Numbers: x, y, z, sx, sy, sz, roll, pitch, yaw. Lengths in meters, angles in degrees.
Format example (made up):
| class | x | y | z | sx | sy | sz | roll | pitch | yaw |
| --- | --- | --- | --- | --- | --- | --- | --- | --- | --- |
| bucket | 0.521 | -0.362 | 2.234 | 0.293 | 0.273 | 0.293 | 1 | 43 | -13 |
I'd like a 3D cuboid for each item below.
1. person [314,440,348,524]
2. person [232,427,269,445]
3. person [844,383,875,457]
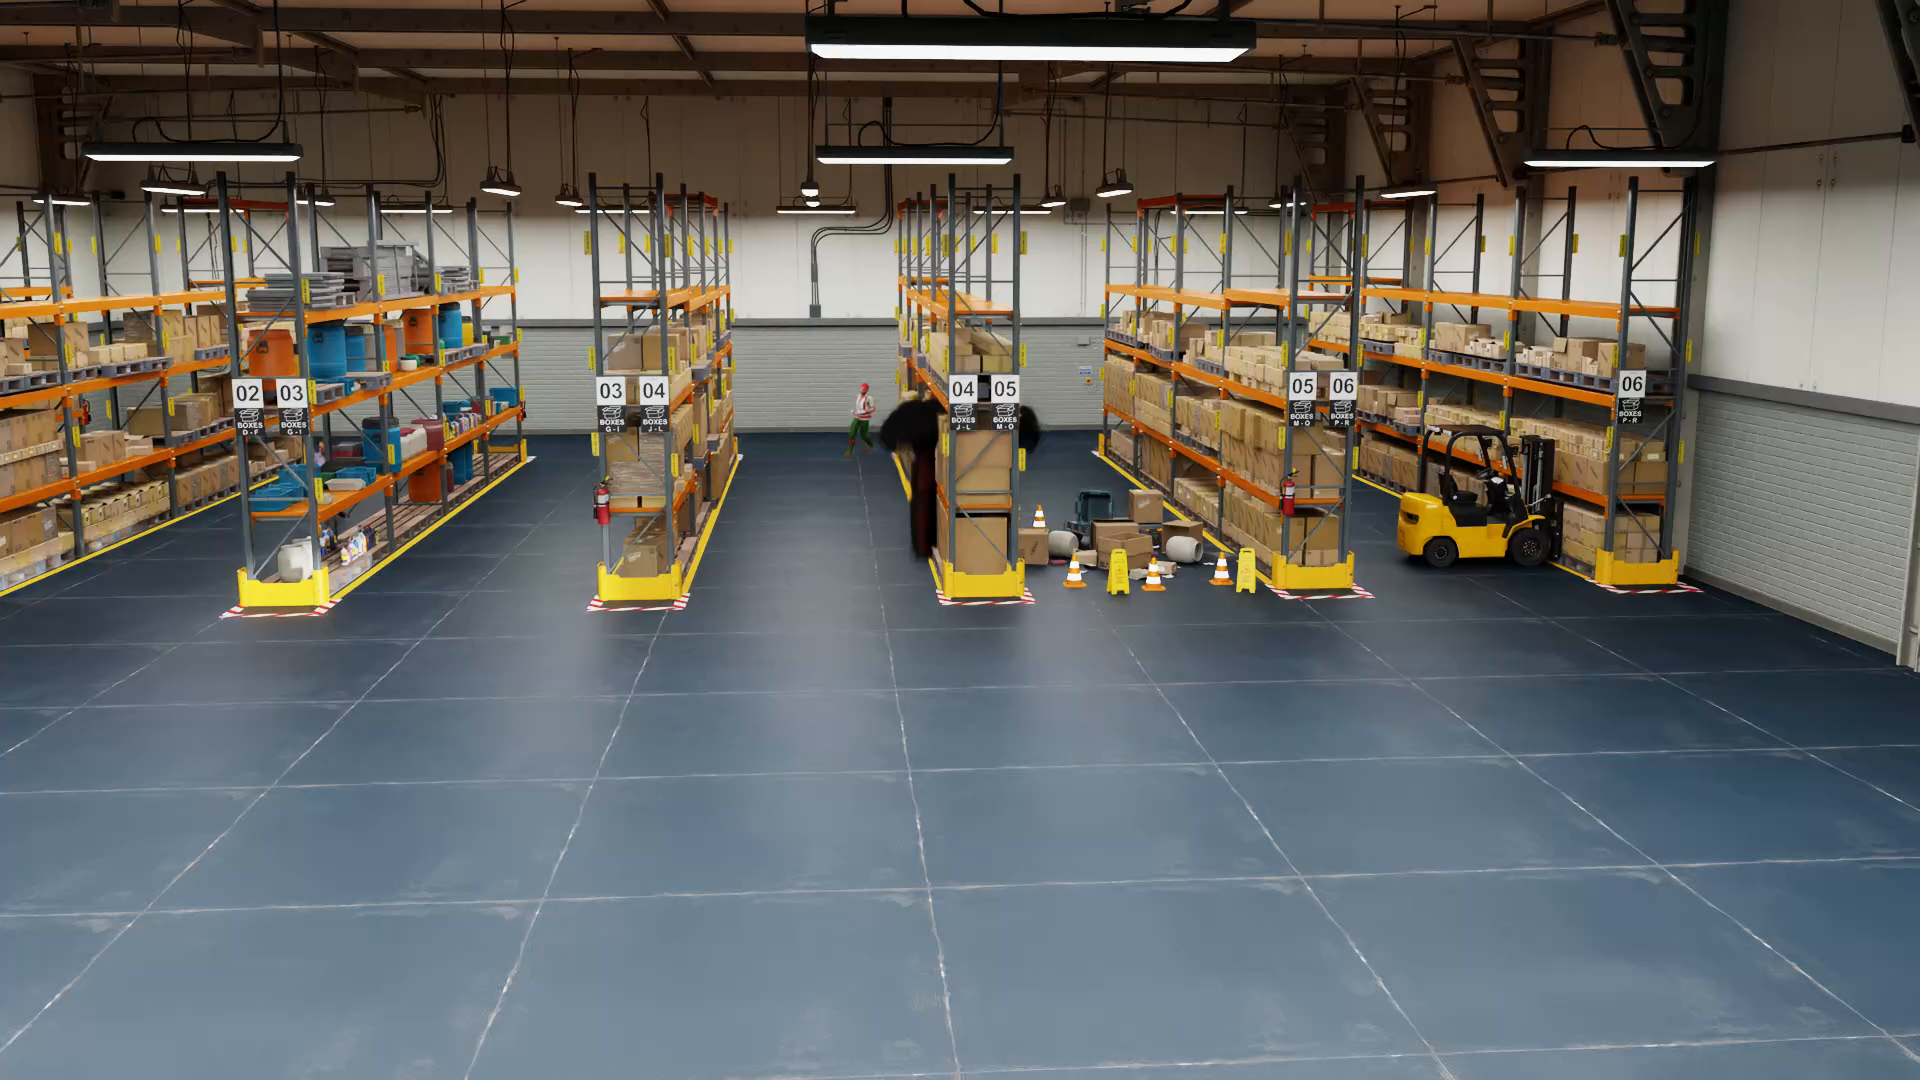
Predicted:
| class | x | y | z | sx | sy | sz | roll | pitch | yaw |
| --- | --- | --- | --- | --- | --- | --- | --- | --- | --- |
| person | -11.486 | -1.069 | 30.243 | 0.594 | 1.569 | 0.709 | -3 | 11 | -19 |
| person | -17.152 | -2.857 | 40.269 | 1.014 | 1.693 | 0.694 | 0 | 10 | 0 |
| person | -2.340 | -2.906 | 40.053 | 0.701 | 1.755 | 0.930 | 8 | 13 | 37 |
